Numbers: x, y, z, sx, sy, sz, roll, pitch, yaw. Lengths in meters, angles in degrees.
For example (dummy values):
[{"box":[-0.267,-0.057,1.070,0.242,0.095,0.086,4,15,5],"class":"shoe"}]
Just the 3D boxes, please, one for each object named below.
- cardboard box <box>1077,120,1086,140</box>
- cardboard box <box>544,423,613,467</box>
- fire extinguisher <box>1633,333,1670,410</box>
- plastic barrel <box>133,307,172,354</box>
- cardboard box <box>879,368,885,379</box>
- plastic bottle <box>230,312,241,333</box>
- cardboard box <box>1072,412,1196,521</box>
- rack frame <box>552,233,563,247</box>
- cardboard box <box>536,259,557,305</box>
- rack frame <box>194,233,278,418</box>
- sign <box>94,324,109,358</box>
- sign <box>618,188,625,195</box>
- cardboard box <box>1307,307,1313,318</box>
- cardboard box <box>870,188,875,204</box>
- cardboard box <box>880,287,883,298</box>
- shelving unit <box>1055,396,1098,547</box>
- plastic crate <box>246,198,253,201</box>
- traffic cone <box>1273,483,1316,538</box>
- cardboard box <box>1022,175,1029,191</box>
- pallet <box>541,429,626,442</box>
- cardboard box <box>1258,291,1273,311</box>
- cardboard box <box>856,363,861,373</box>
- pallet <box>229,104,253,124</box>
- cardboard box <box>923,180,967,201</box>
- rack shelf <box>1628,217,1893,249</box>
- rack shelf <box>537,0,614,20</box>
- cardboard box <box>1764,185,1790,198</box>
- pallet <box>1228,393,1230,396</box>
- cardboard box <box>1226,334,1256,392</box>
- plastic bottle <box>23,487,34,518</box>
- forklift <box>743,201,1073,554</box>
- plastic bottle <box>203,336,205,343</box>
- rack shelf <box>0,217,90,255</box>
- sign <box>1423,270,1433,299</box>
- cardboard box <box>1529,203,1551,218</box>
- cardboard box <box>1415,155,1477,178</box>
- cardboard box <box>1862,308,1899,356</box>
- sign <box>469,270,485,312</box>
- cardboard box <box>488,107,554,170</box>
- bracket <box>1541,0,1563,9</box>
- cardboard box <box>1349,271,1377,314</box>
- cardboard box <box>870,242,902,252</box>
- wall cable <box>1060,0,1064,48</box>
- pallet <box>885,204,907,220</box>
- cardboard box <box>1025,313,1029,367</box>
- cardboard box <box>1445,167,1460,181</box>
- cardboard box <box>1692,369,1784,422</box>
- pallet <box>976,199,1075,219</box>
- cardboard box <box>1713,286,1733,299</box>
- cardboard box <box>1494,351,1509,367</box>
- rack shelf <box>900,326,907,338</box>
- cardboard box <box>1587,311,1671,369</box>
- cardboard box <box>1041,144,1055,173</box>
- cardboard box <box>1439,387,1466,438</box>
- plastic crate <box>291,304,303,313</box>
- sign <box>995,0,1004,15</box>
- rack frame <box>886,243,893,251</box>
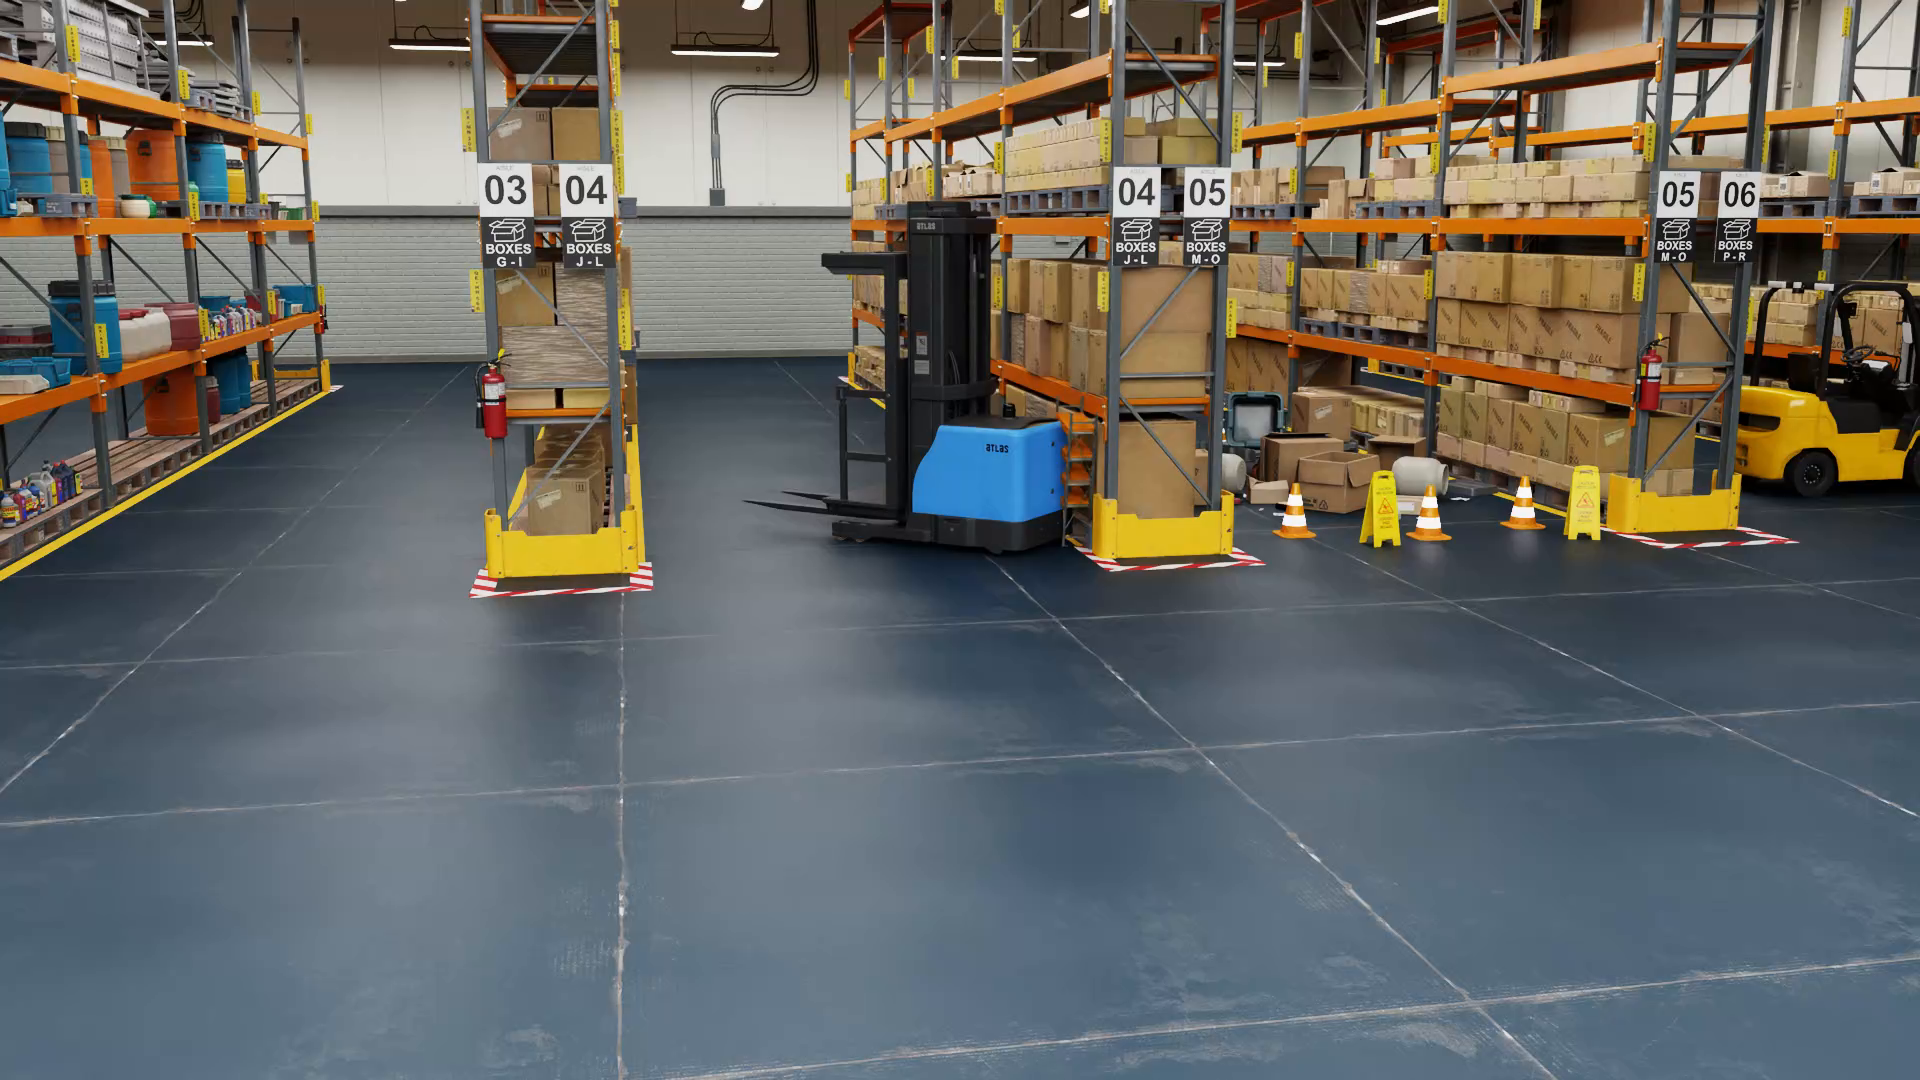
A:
[{"box":[1.220,-3.511,14.249,0.380,0.149,0.250,-2,11,-10],"class":"cardboard box"},{"box":[-4.046,-1.045,17.675,0.700,0.500,0.500,-3,11,-15],"class":"cardboard box"},{"box":[6.121,-1.495,14.734,0.296,0.674,0.183,-2,11,-11],"class":"fire extinguisher"},{"box":[-9.174,-2.371,18.833,0.421,0.512,0.421,0,11,0],"class":"plastic barrel"},{"box":[-1.057,-2.620,26.146,0.380,0.149,0.250,-3,11,-14],"class":"cardboard box"},{"box":[-9.773,-2.925,22.375,0.152,0.276,0.135,-2,11,-11],"class":"plastic bottle"},{"box":[1.519,-0.656,14.682,0.875,0.875,0.875,-2,11,-11],"class":"cardboard box"},{"box":[-5.504,-3.411,24.595,1.000,3.000,0.127,-2,11,-11],"class":"rack frame"},{"box":[-3.622,-2.080,13.865,0.500,0.500,0.500,-2,11,-11],"class":"cardboard box"},{"box":[-10.362,-3.231,23.649,1.000,3.000,0.127,-2,11,-11],"class":"rack frame"},{"box":[-8.264,-1.918,16.008,0.100,0.325,0.005,-2,11,-11],"class":"sign"},{"box":[-4.193,-4.424,20.513,0.100,0.325,0.005,-2,11,-11],"class":"sign"},{"box":[4.876,-3.054,22.270,0.380,0.149,0.250,-3,11,-14],"class":"cardboard box"},{"box":[-1.154,-5.485,26.533,0.500,0.250,0.500,-2,11,-9],"class":"cardboard box"},{"box":[-0.993,-3.713,24.934,0.380,0.149,0.250,-2,11,-10],"class":"cardboard box"},{"box":[0.978,-0.595,14.413,0.258,1.200,0.503,-2,22,-11],"class":"shelving unit"},{"box":[-11.112,-5.117,25.704,0.504,0.338,0.767,-2,11,-11],"class":"plastic crate"},{"box":[3.005,-0.275,14.902,0.336,0.463,0.334,-2,11,-11],"class":"traffic cone"},{"box":[0.822,-3.493,16.284,0.380,0.149,0.250,-2,11,-12],"class":"cardboard box"},{"box":[-4.575,-1.164,20.248,1.003,0.211,1.213,-2,11,-11],"class":"pallet"},{"box":[4.548,-3.383,23.513,0.500,0.250,0.500,-2,11,-12],"class":"cardboard box"},{"box":[-1.609,-3.004,28.961,0.380,0.149,0.250,-2,11,-10],"class":"cardboard box"},{"box":[-10.171,-5.738,22.351,1.003,0.211,1.213,-2,11,-11],"class":"pallet"},{"box":[-0.201,-4.457,21.803,0.500,0.500,0.500,-2,11,-11],"class":"cardboard box"},{"box":[10.252,-3.972,21.446,1.077,0.370,4.000,-2,11,-11],"class":"rack shelf"},{"box":[-5.115,-7.270,21.863,1.077,0.370,4.000,-2,11,-11],"class":"rack shelf"},{"box":[10.130,-4.281,20.428,0.380,0.149,0.250,-2,11,-11],"class":"cardboard box"},{"box":[4.682,-2.038,24.842,1.003,0.211,1.213,-2,11,-11],"class":"pallet"},{"box":[4.600,-2.658,25.197,0.875,0.875,0.875,-2,11,-9],"class":"cardboard box"},{"box":[-8.161,-0.331,14.533,0.097,0.271,0.097,0,11,0],"class":"plastic bottle"},{"box":[-0.543,-1.499,14.733,3.031,2.935,1.130,6,12,30],"class":"forklift"},{"box":[-9.366,-2.531,20.502,0.097,0.201,0.097,0,11,0],"class":"plastic bottle"},{"box":[-8.417,-2.517,13.799,1.077,0.370,4.000,-2,11,-11],"class":"rack shelf"},{"box":[5.229,-2.852,18.562,0.100,0.325,0.005,-2,11,-11],"class":"sign"},{"box":[5.865,-3.256,16.430,0.380,0.149,0.250,-2,11,-12],"class":"cardboard box"},{"box":[5.535,-4.258,18.961,0.500,0.250,0.500,-2,11,-10],"class":"cardboard box"},{"box":[10.589,-2.349,18.746,0.500,0.500,0.500,-2,11,-10],"class":"cardboard box"},{"box":[-3.718,-1.918,12.807,0.100,0.325,0.005,-2,11,-11],"class":"sign"},{"box":[-3.719,-3.400,14.113,0.500,0.500,0.500,-2,11,-11],"class":"cardboard box"},{"box":[9.567,-8.739,26.918,0.235,0.232,0.430,-2,11,-11],"class":"bracket"},{"box":[5.163,-3.064,20.585,0.500,0.500,0.500,-3,11,-13],"class":"cardboard box"},{"box":[-1.167,-4.525,26.709,0.500,0.500,0.500,-2,11,-10],"class":"cardboard box"},{"box":[1.029,-11.688,34.389,2.355,3.000,0.029,-2,11,-11],"class":"wall cable"},{"box":[-0.398,-4.647,23.568,1.213,0.211,1.003,-2,11,-11],"class":"pallet"},{"box":[1.150,-2.012,16.844,0.875,0.550,0.550,-2,11,-11],"class":"cardboard box"},{"box":[5.514,-3.976,18.082,0.380,0.149,0.250,-2,11,-12],"class":"cardboard box"},{"box":[10.237,-1.901,21.888,0.875,0.625,0.625,-3,11,-13],"class":"cardboard box"},{"box":[0.711,-3.651,18.348,0.805,0.209,1.217,-3,11,-13],"class":"pallet"},{"box":[9.952,-3.187,21.415,0.380,0.149,0.250,-2,11,-13],"class":"cardboard box"},{"box":[5.759,-1.876,17.204,0.380,0.149,0.250,-2,11,-11],"class":"cardboard box"},{"box":[-0.230,-2.853,23.585,1.077,0.370,4.000,-2,11,-11],"class":"rack shelf"},{"box":[6.175,-1.855,15.358,0.500,0.500,0.500,-2,11,-12],"class":"cardboard box"},{"box":[1.055,-3.529,15.409,0.500,0.250,0.500,-2,11,-10],"class":"cardboard box"},{"box":[5.623,-1.410,18.307,0.500,0.500,0.500,-2,11,-8],"class":"cardboard box"},{"box":[-10.804,-3.721,26.771,0.396,0.136,0.243,-2,11,-11],"class":"plastic crate"},{"box":[0.407,-5.528,16.966,0.100,0.325,0.005,-2,11,-11],"class":"sign"},{"box":[-0.619,-3.573,25.445,1.000,3.000,0.127,-2,11,-11],"class":"rack frame"}]
